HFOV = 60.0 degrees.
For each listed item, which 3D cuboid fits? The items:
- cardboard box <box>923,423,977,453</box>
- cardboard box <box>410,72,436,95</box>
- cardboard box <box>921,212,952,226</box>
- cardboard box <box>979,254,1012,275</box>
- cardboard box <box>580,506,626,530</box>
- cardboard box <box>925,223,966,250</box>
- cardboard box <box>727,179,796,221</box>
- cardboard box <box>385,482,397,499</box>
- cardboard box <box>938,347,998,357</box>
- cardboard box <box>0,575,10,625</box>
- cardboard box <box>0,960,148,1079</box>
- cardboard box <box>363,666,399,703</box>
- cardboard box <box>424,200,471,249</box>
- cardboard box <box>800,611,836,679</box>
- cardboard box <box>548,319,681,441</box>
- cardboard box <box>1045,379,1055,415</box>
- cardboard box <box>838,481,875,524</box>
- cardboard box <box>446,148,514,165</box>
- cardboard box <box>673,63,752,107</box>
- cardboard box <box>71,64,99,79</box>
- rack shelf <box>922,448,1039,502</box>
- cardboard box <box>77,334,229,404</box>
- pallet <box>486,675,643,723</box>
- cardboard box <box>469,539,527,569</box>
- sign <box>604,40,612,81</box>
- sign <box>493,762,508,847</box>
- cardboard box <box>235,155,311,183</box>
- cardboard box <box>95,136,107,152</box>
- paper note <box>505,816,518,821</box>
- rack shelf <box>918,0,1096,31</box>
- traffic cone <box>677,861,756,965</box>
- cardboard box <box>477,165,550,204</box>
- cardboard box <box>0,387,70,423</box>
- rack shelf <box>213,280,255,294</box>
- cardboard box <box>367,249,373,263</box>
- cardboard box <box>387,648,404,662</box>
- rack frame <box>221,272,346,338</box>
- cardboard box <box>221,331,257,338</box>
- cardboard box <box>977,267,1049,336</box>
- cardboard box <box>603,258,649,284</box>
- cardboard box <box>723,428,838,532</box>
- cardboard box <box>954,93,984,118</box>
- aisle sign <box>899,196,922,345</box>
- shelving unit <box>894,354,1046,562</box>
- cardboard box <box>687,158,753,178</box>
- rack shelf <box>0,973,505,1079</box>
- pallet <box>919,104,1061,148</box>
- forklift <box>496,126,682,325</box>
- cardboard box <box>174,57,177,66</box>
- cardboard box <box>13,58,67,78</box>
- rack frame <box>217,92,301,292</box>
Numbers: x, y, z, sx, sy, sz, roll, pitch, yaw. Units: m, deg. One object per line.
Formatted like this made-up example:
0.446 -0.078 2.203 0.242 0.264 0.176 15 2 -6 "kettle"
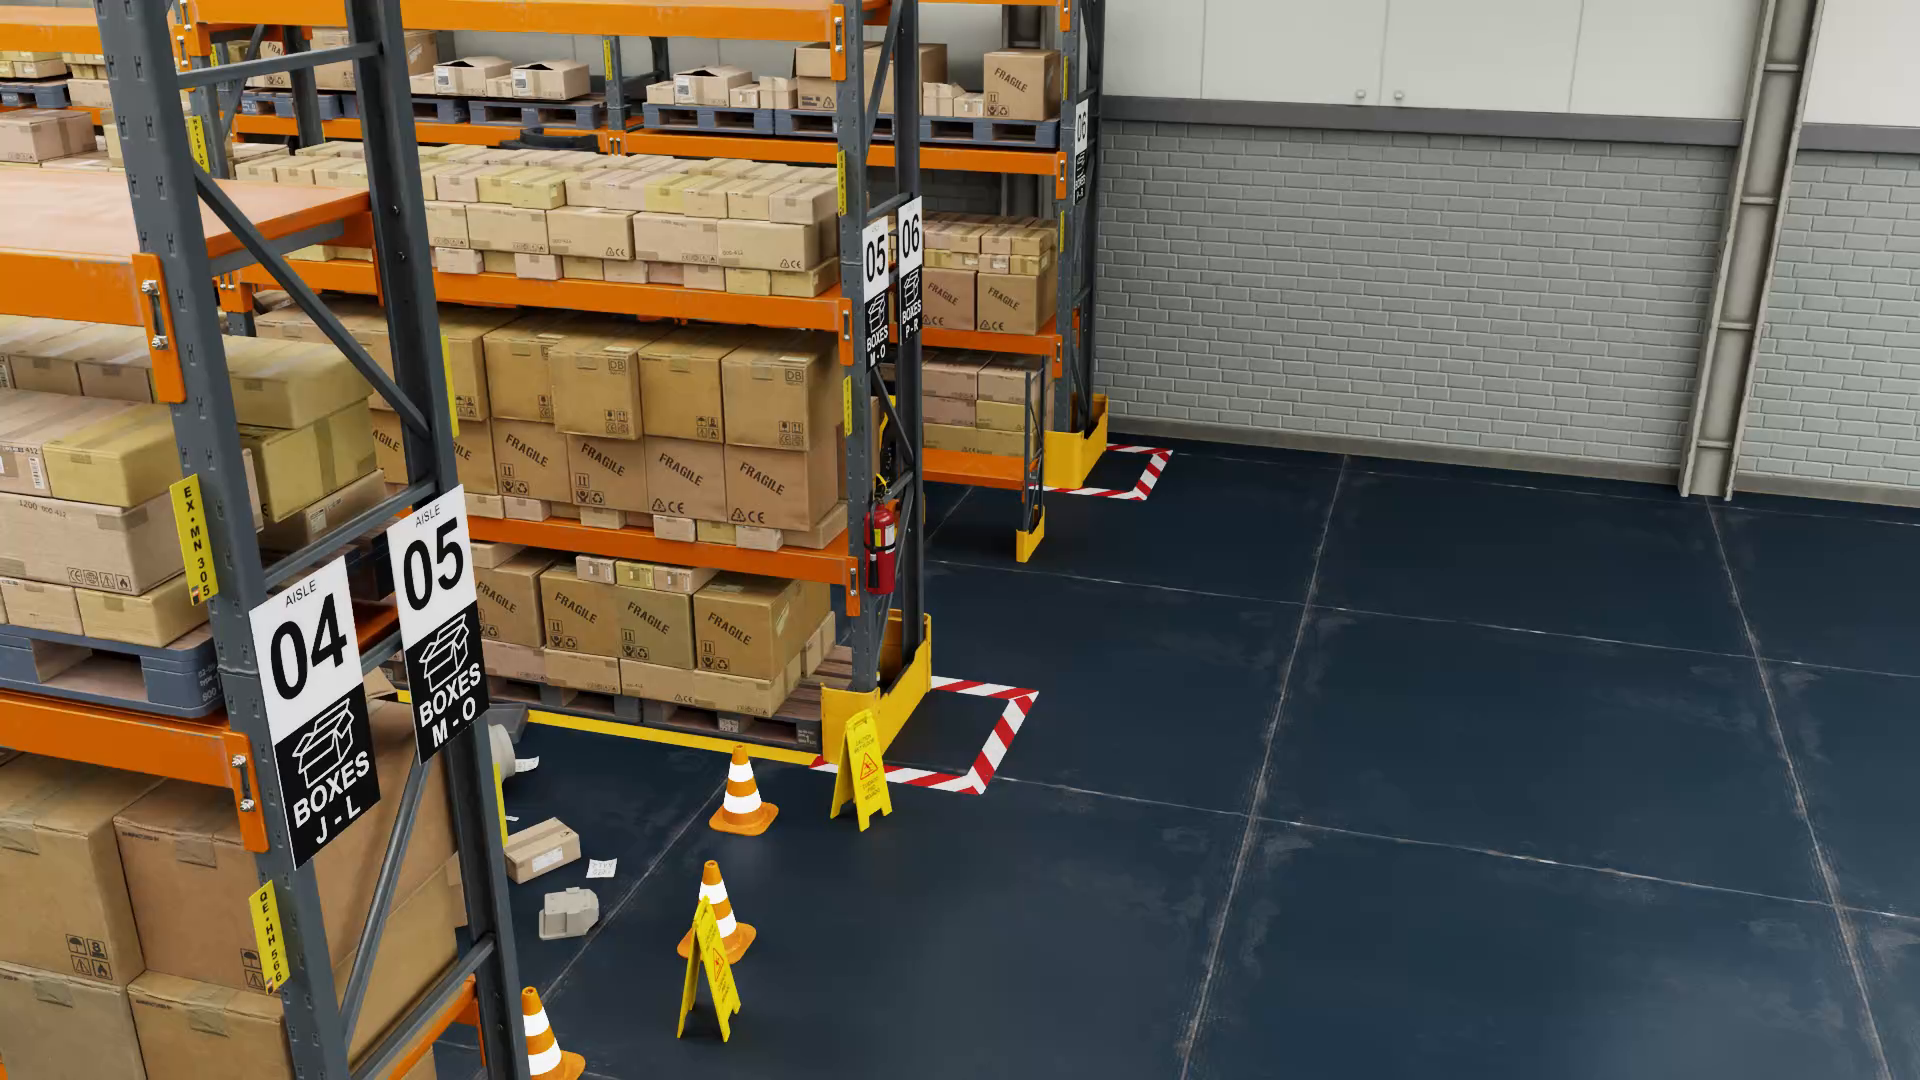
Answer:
-0.016 -0.965 14.646 0.500 0.250 0.500 7 23 15 "cardboard box"
-4.709 -4.094 14.896 0.250 0.149 0.380 6 23 15 "cardboard box"
-0.251 -2.764 14.582 0.250 0.149 0.380 7 23 17 "cardboard box"
0.333 -2.348 13.961 0.250 0.149 0.380 7 23 16 "cardboard box"
-2.096 -0.206 10.057 0.250 0.149 0.380 6 23 15 "cardboard box"
-0.125 -2.584 14.144 0.250 0.149 0.380 7 23 16 "cardboard box"
-1.076 -1.857 9.078 0.250 0.149 0.380 7 23 16 "cardboard box"
-3.532 -0.389 10.502 0.250 0.149 0.380 6 23 15 "cardboard box"
0.114 -1.608 14.895 0.500 0.250 0.500 7 23 16 "cardboard box"
-2.668 0.084 4.712 0.250 0.149 0.380 7 23 16 "cardboard box"
-2.666 1.419 5.566 0.550 0.550 0.875 7 23 16 "cardboard box"
-3.628 1.084 9.870 0.500 0.500 0.500 -14 26 -30 "cardboard box"
-2.946 -1.879 9.656 0.500 0.250 0.500 7 23 16 "cardboard box"
-1.124 0.644 10.722 0.500 0.250 0.500 6 23 15 "cardboard box"
-1.984 -0.945 9.684 0.500 0.500 0.700 6 23 15 "cardboard box"
0.609 -1.329 14.873 0.500 0.250 0.500 7 23 16 "cardboard box"
-0.697 -0.241 10.141 0.250 0.149 0.380 7 23 16 "cardboard box"
-2.892 -2.260 10.059 0.250 0.149 0.380 6 23 14 "cardboard box"
-2.105 -3.894 14.196 0.500 0.311 0.500 7 23 17 "cardboard box"
-8.293 -4.530 15.987 0.250 0.149 0.380 7 23 17 "cardboard box"
0.082 -0.518 12.936 1.000 0.185 0.538 7 23 16 "rack shelf"
-2.477 -0.524 5.143 0.250 0.149 0.380 6 23 15 "cardboard box"
-2.436 0.801 10.945 1.213 0.211 1.003 7 23 16 "pallet"
-2.920 0.030 10.376 0.250 0.149 0.380 8 24 19 "cardboard box"
-2.978 -4.061 14.075 0.005 0.325 0.100 7 23 16 "sign"
-1.598 0.927 5.718 0.005 0.325 0.100 7 23 16 "sign"
-4.053 -2.170 9.842 0.250 0.149 0.380 6 23 15 "cardboard box"
-5.679 -2.508 11.028 0.500 0.250 0.500 6 23 15 "cardboard box"
-2.544 1.563 9.353 0.123 0.001 0.032 7 23 16 "paper note"
-0.916 -4.525 13.825 4.000 0.370 1.077 7 23 16 "rack shelf"
-1.211 1.791 8.199 0.334 0.463 0.336 7 23 16 "traffic cone"
-2.541 -2.030 9.500 0.250 0.149 0.380 7 23 17 "cardboard box"
-2.669 -0.286 4.562 0.250 0.149 0.380 7 23 16 "cardboard box"
-8.575 -2.812 17.026 4.000 0.370 1.077 7 23 16 "rack shelf"
-3.301 -1.753 9.876 0.250 0.149 0.380 7 23 17 "cardboard box"
-3.774 0.557 10.933 0.500 0.250 0.500 5 23 13 "cardboard box"
-4.261 -0.683 10.888 0.127 3.000 1.000 7 23 16 "rack frame"
-4.769 -1.029 10.653 0.500 0.500 0.500 6 23 15 "cardboard box"
0.452 -2.053 14.096 0.500 0.500 0.500 6 23 14 "cardboard box"
-1.821 -1.573 9.435 0.250 0.149 0.380 6 23 15 "cardboard box"
-1.030 -0.388 9.645 0.500 0.500 0.500 6 23 15 "cardboard box"
0.118 -3.541 13.549 0.250 0.149 0.380 6 23 14 "cardboard box"
-0.282 -1.553 9.584 0.004 0.787 0.394 7 23 16 "aisle sign"
0.073 -0.686 12.870 1.083 1.500 0.587 7 23 16 "shelving unit"
-1.399 -2.124 9.729 0.250 0.149 0.380 6 23 15 "cardboard box"
-3.679 1.678 6.078 4.000 0.370 1.077 7 23 16 "rack shelf"
0.330 -3.482 13.876 1.213 0.211 1.003 7 23 16 "pallet"
-3.022 -2.101 14.435 1.130 2.935 3.031 16 27 35 "forklift"
-7.296 -4.563 15.675 0.250 0.149 0.380 6 23 14 "cardboard box"
-8.839 -4.540 15.983 0.250 0.149 0.380 7 23 17 "cardboard box"
-6.660 -2.925 16.355 0.127 3.000 1.000 7 23 16 "rack frame"
